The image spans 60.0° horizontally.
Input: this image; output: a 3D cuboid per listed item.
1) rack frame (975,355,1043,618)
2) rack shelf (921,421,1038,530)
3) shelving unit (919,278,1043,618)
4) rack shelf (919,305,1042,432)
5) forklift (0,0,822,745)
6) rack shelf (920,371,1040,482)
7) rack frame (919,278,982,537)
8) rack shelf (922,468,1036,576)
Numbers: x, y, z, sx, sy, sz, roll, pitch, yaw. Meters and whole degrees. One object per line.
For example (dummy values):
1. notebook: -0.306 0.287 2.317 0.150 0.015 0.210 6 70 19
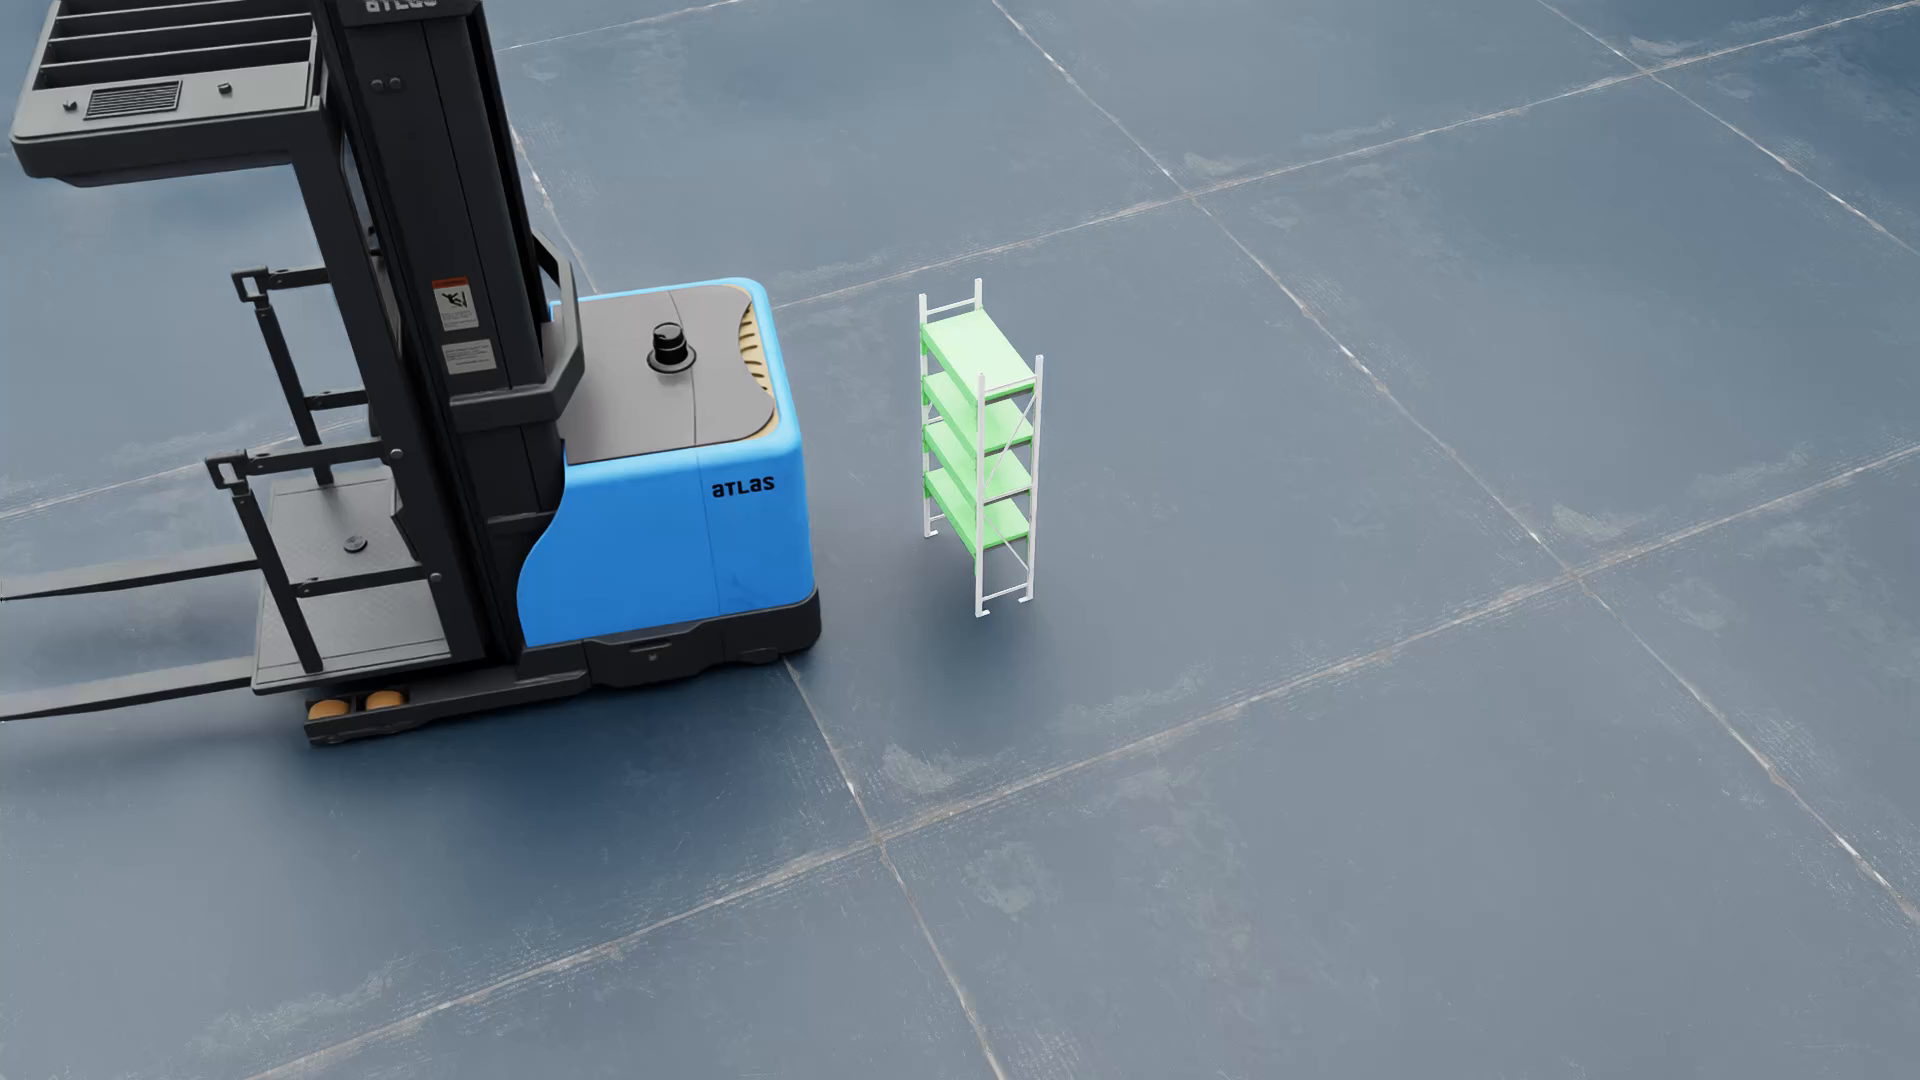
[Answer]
1. rack frame: 0.172 -0.166 6.064 0.240 1.200 0.015 -18 47 -17
2. rack shelf: 0.070 -0.276 6.267 0.258 0.148 0.480 -18 47 -17
3. shelving unit: 0.070 -0.322 6.222 0.258 1.200 0.503 -18 47 -17
4. rack shelf: 0.070 -0.618 5.929 0.258 0.148 0.480 -18 47 -17
5. forklift: -2.097 -0.718 5.391 3.031 2.935 1.130 -9 45 -9
6. rack shelf: 0.070 -0.447 6.098 0.258 0.148 0.480 -18 47 -17
7. rack frame: -0.033 -0.477 6.379 0.240 1.200 0.015 -18 47 -17
8. rack shelf: 0.070 -0.105 6.435 0.258 0.148 0.480 -18 47 -17
